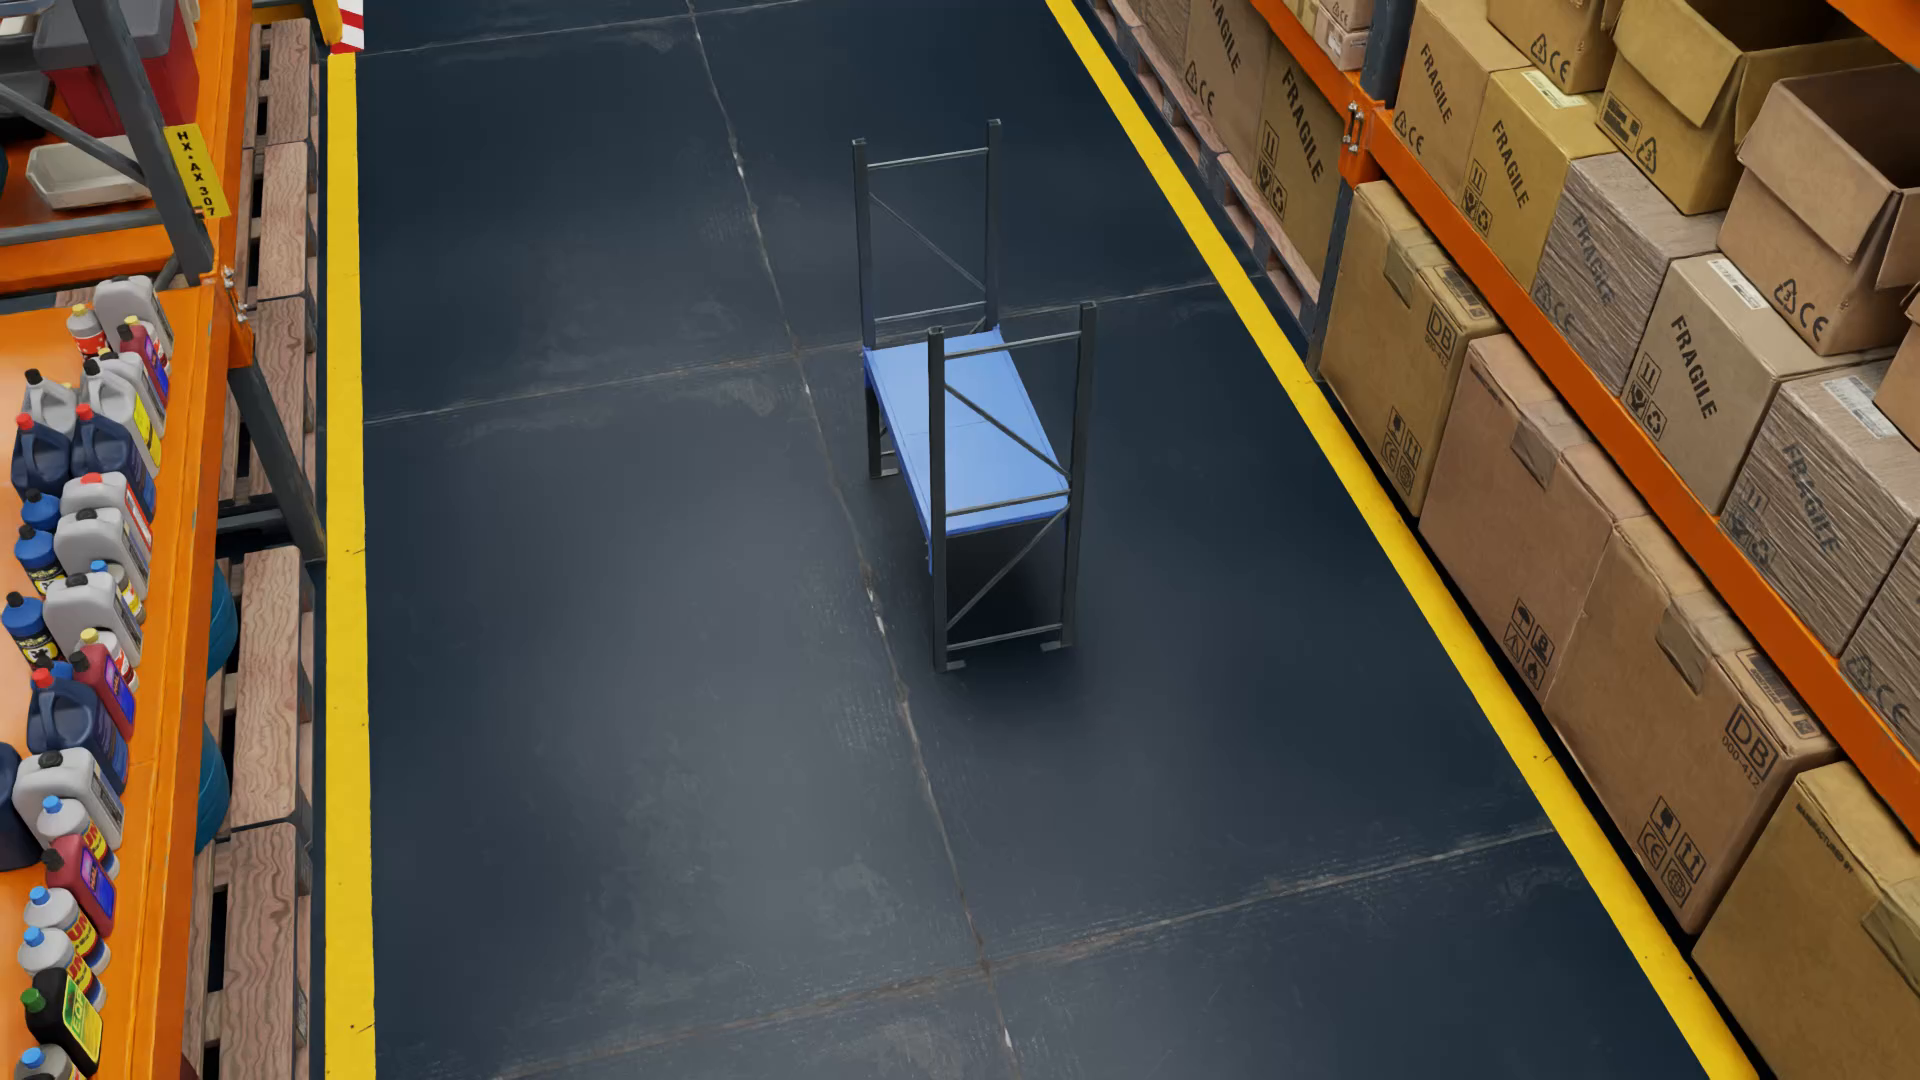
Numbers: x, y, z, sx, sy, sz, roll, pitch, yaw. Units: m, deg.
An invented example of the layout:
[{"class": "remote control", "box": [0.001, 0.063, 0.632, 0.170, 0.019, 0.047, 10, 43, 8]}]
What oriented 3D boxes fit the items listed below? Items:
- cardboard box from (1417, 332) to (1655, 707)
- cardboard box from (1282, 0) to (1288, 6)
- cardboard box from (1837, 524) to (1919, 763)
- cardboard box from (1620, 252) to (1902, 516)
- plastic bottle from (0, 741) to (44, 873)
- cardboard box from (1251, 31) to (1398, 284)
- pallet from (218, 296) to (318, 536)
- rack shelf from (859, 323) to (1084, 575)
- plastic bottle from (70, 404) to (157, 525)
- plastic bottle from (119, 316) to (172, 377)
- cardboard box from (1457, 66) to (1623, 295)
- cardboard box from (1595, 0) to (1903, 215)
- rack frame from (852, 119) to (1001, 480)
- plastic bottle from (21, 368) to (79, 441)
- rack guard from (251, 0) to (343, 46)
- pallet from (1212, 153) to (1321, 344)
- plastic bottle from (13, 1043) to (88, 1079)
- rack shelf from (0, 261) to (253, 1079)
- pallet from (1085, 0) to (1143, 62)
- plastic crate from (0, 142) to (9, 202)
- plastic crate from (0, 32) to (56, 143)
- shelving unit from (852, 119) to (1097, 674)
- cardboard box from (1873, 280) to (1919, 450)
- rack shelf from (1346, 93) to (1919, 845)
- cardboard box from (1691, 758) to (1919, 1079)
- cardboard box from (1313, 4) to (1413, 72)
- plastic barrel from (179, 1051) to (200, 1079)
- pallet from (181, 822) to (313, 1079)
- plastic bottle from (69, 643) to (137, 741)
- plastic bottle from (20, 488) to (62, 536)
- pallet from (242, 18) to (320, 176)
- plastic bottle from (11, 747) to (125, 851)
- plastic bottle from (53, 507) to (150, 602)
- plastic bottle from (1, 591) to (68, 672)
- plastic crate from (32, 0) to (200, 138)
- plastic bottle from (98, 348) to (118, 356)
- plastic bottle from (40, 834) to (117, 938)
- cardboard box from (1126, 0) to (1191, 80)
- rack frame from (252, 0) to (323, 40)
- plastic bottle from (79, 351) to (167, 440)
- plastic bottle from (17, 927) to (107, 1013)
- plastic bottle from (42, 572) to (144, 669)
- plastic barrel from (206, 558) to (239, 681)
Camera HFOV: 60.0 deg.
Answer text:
[{"class": "cardboard box", "box": [2.353, -0.174, 5.514, 1.225, 0.875, 0.875, -12, 47, -12]}, {"class": "cardboard box", "box": [1.414, -2.243, 6.524, 0.380, 0.149, 0.250, -11, 47, -11]}, {"class": "cardboard box", "box": [2.477, 0.260, 3.825, 0.500, 0.500, 0.500, -11, 47, -11]}, {"class": "cardboard box", "box": [2.211, -0.449, 4.520, 0.500, 0.500, 0.500, -10, 46, -10]}, {"class": "plastic bottle", "box": [-2.126, 0.553, 3.642, 0.144, 0.351, 0.185, -11, 47, -10]}, {"class": "cardboard box", "box": [1.849, -1.699, 7.009, 0.875, 0.875, 0.875, -11, 47, -10]}, {"class": "pallet", "box": [-3.073, -0.445, 6.538, 1.003, 0.211, 1.213, -11, 47, -10]}, {"class": "rack shelf", "box": [0.022, -0.340, 5.785, 0.538, 0.185, 1.000, -11, 47, -10]}, {"class": "plastic bottle", "box": [-2.248, -0.200, 4.381, 0.144, 0.351, 0.185, -11, 47, -10]}, {"class": "plastic bottle", "box": [-2.378, -0.562, 4.840, 0.097, 0.201, 0.097, 0, 46, 0]}, {"class": "cardboard box", "box": [1.946, -1.150, 5.207, 0.500, 0.500, 0.500, -11, 47, -10]}, {"class": "cardboard box", "box": [2.277, -1.296, 4.648, 0.797, 0.503, 0.637, -10, 46, -10]}, {"class": "rack frame", "box": [-0.108, -0.817, 6.001, 0.500, 1.500, 0.032, -11, 47, -10]}, {"class": "plastic bottle", "box": [-2.435, -0.302, 4.480, 0.144, 0.351, 0.185, -11, 47, -10]}, {"class": "rack guard", "box": [-3.890, -2.821, 8.665, 1.175, 0.500, 0.348, -11, 47, -10]}, {"class": "pallet", "box": [1.822, -1.389, 7.463, 1.003, 0.211, 1.213, -11, 47, -10]}, {"class": "plastic bottle", "box": [-1.777, 1.057, 3.253, 0.097, 0.201, 0.097, 0, 46, 0]}, {"class": "rack shelf", "box": [-2.335, 0.713, 3.955, 1.077, 0.370, 4.000, -11, 47, -10]}, {"class": "pallet", "box": [1.197, -3.074, 9.114, 1.003, 0.211, 1.213, -11, 47, -10]}, {"class": "plastic crate", "box": [-3.296, -1.195, 5.291, 0.392, 0.384, 0.575, -11, 47, -10]}, {"class": "plastic crate", "box": [-3.393, -1.568, 5.837, 0.437, 0.125, 0.590, -11, 47, -10]}, {"class": "shelving unit", "box": [0.022, -0.466, 5.657, 0.538, 1.500, 1.048, -11, 47, -10]}, {"class": "cardboard box", "box": [2.629, -0.408, 3.778, 0.797, 0.503, 0.637, -10, 46, -9]}, {"class": "rack shelf", "box": [2.453, -0.193, 4.843, 1.077, 0.370, 4.000, -11, 47, -10]}, {"class": "cardboard box", "box": [2.808, 1.052, 4.312, 1.225, 0.875, 0.875, -13, 47, -12]}, {"class": "cardboard box", "box": [1.546, -1.888, 6.176, 0.380, 0.149, 0.250, -10, 47, -10]}, {"class": "plastic barrel", "box": [-2.254, 1.424, 4.148, 0.600, 0.588, 0.708, -11, 47, -10]}, {"class": "pallet", "box": [-2.374, 1.440, 4.691, 1.003, 0.211, 1.213, -11, 47, -10]}, {"class": "plastic bottle", "box": [-2.014, 0.339, 3.900, 0.061, 0.283, 0.133, -11, 47, -10]}, {"class": "plastic bottle", "box": [-2.327, -0.026, 4.265, 0.097, 0.271, 0.097, 0, 46, 0]}, {"class": "pallet", "box": [-3.698, -2.129, 8.189, 1.003, 0.211, 1.213, -11, 47, -10]}, {"class": "plastic bottle", "box": [-1.977, 0.570, 3.678, 0.152, 0.276, 0.135, -11, 47, -10]}, {"class": "plastic bottle", "box": [-2.177, 0.030, 4.208, 0.152, 0.276, 0.135, -11, 47, -10]}, {"class": "plastic bottle", "box": [-2.233, 0.227, 4.017, 0.097, 0.271, 0.097, 0, 46, 0]}, {"class": "plastic crate", "box": [-2.833, -1.626, 5.656, 0.402, 0.464, 0.583, -11, 47, -10]}, {"class": "plastic bottle", "box": [-2.402, -0.459, 4.739, 0.097, 0.201, 0.097, 0, 46, 0]}, {"class": "plastic bottle", "box": [-1.873, 0.718, 3.527, 0.061, 0.283, 0.133, -11, 47, -10]}, {"class": "cardboard box", "box": [1.391, -2.935, 8.220, 0.875, 0.875, 0.875, -11, 47, -10]}, {"class": "rack frame", "box": [-3.871, -3.682, 7.758, 1.000, 3.000, 0.127, -11, 47, -10]}, {"class": "plastic bottle", "box": [-2.340, -0.411, 4.640, 0.152, 0.276, 0.135, -11, 47, -10]}, {"class": "plastic bottle", "box": [-1.836, 0.873, 3.384, 0.097, 0.271, 0.097, 0, 46, 0]}, {"class": "plastic bottle", "box": [-2.117, 0.190, 4.051, 0.152, 0.276, 0.135, -11, 47, -10]}, {"class": "plastic barrel", "box": [-2.724, 0.046, 5.280, 0.600, 0.901, 0.708, -11, 47, -10]}]
